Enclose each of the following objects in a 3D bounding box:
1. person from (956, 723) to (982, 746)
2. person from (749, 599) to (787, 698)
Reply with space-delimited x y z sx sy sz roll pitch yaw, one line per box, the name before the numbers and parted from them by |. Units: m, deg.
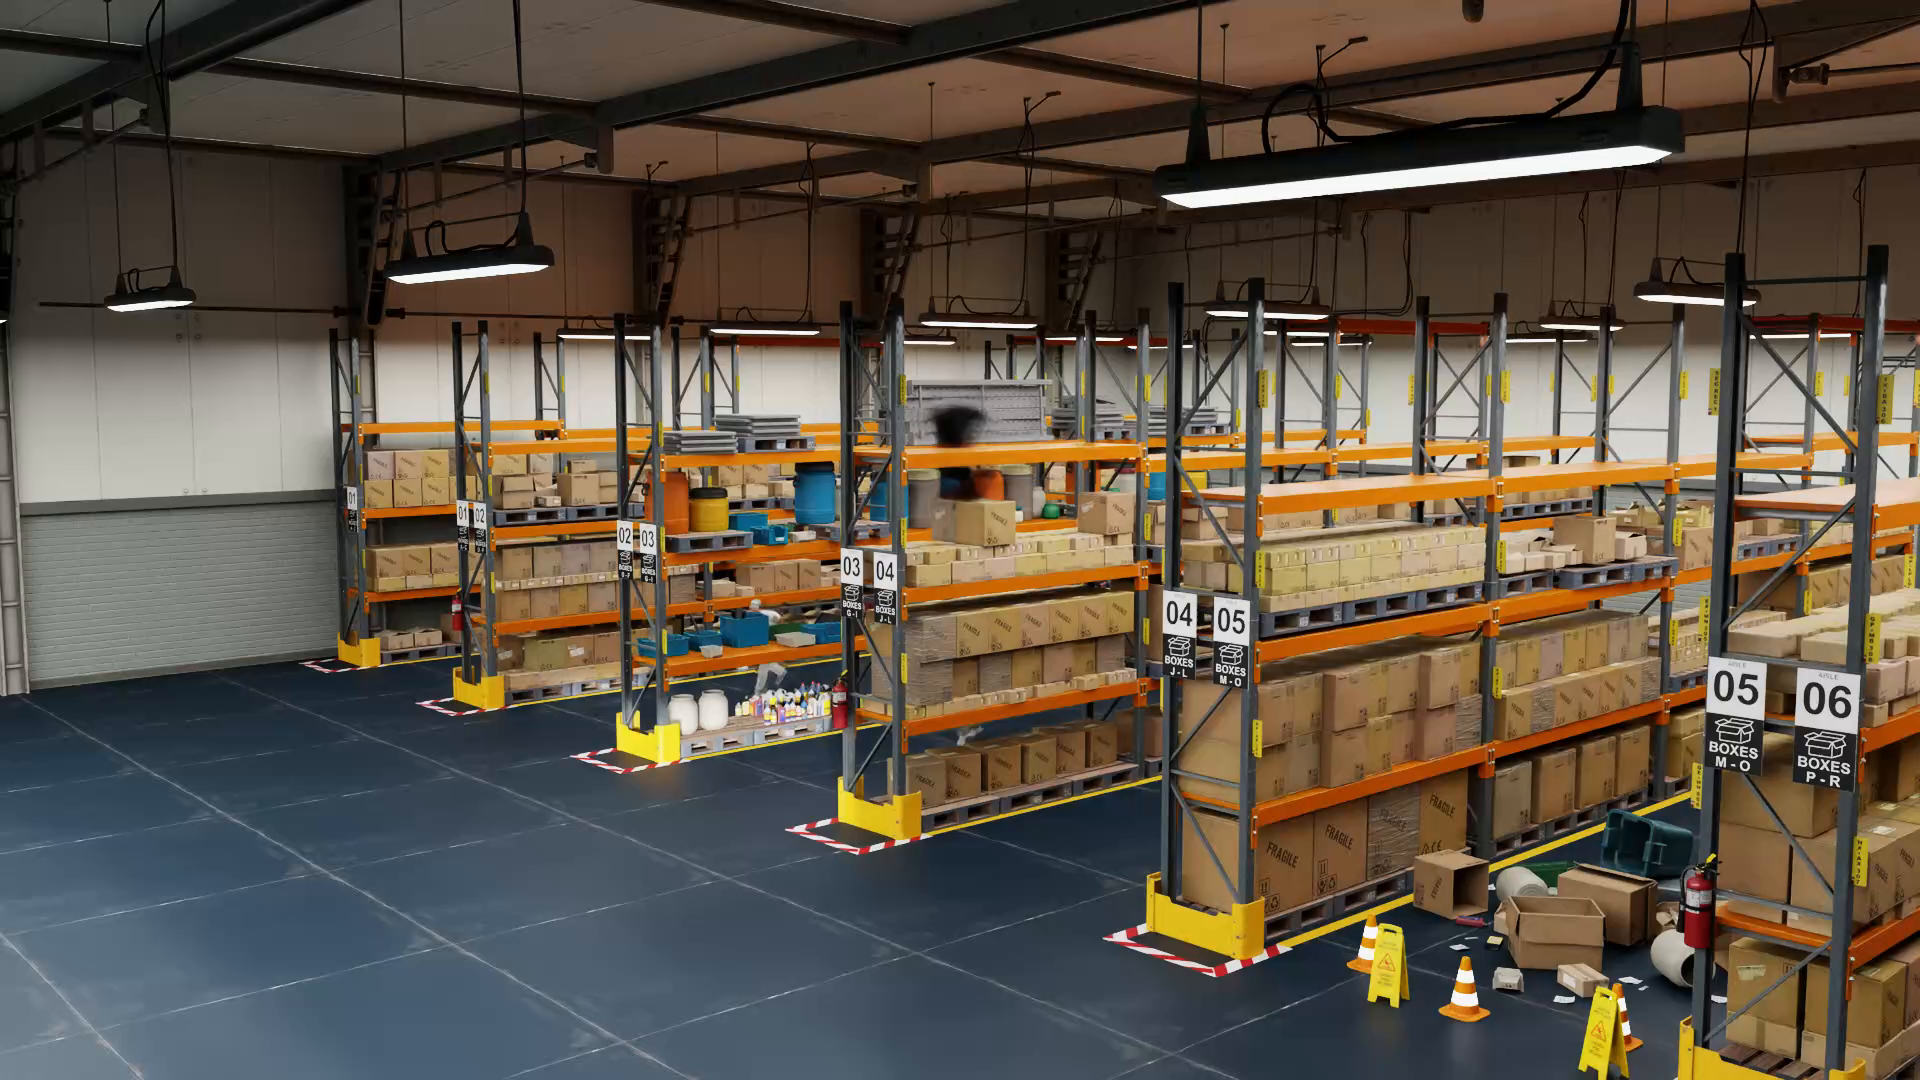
person | 0.073 2.029 23.367 0.521 1.713 0.817 4 7 38
person | -3.114 1.726 27.069 0.636 1.629 1.018 3 6 27
